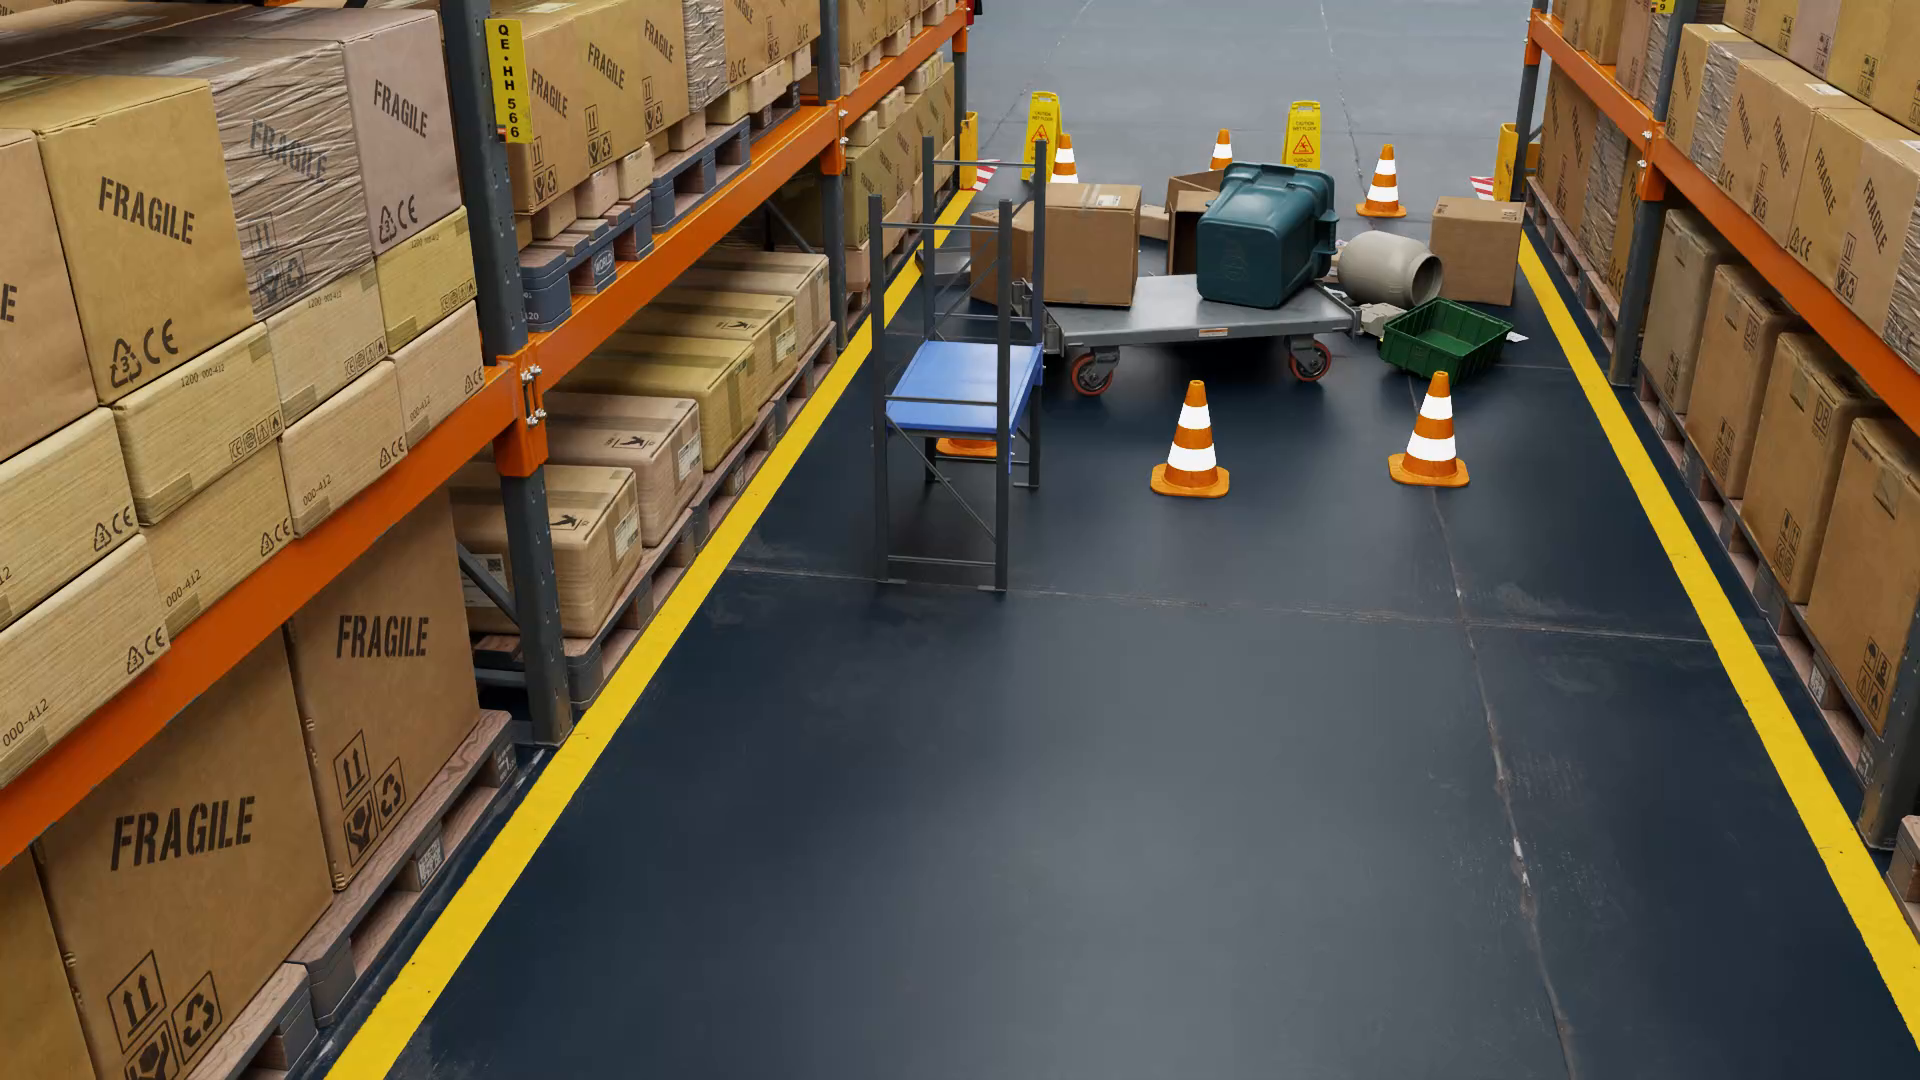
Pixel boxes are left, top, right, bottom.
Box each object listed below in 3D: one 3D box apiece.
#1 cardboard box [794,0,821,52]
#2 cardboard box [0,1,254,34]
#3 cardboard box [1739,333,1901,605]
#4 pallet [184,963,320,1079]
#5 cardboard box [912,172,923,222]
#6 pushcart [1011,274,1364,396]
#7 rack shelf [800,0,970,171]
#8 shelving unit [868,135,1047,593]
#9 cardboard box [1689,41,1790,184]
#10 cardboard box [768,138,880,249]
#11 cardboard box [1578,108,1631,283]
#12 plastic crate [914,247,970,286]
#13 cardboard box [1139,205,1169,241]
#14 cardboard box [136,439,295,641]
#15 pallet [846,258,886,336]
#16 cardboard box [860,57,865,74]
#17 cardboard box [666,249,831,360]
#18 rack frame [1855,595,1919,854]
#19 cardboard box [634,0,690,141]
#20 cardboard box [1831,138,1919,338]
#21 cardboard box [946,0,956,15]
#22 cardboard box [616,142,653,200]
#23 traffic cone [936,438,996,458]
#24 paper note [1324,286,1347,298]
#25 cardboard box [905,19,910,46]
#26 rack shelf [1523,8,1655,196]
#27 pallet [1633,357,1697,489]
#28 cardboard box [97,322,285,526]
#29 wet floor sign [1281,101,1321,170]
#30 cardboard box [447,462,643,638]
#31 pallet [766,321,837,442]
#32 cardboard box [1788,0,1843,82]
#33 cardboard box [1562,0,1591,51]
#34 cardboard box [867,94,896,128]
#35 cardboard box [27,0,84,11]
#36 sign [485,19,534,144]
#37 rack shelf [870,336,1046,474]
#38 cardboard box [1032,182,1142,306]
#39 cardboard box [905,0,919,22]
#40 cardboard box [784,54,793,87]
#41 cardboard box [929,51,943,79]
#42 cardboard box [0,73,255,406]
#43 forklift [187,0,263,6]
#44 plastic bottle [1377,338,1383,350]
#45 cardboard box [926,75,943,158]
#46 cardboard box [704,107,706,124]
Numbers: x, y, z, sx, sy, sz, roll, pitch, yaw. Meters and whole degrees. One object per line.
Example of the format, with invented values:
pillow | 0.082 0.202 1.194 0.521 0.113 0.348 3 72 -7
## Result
cardboard box | -0.958 -2.581 7.763 0.500 0.500 0.500 4 25 8
cardboard box | -2.084 -1.056 4.171 0.500 0.500 0.500 3 25 7
cardboard box | 3.466 -0.232 5.867 1.050 0.750 0.750 4 25 9
pallet | -2.167 1.349 3.620 1.003 0.211 1.213 4 25 9
cardboard box | -0.494 -2.246 10.758 0.500 0.250 0.500 3 25 7
pushcart | 1.149 -1.096 8.646 1.648 0.377 0.936 -5 25 -10
rack shelf | -0.782 -2.931 10.322 1.077 0.370 4.000 4 25 9
shelving unit | 0.014 -0.715 6.508 0.538 1.500 1.048 4 25 9
cardboard box | 3.358 -1.752 6.838 0.500 0.500 0.500 4 25 9
cardboard box | -0.746 -1.933 9.205 0.500 0.500 0.500 5 26 11
cardboard box | 4.107 -1.983 9.459 0.875 0.875 0.875 4 25 9
plastic crate | -0.043 -1.698 10.283 0.402 0.080 0.583 -5 25 -10
cardboard box | 1.324 -2.114 11.092 0.380 0.149 0.250 19 31 35
cardboard box | -1.755 -0.026 3.444 0.500 0.250 0.500 4 25 8
pallet | -1.034 -1.441 9.579 1.003 0.211 1.213 4 25 9
cardboard box | -0.737 -2.639 9.145 0.380 0.149 0.250 4 25 8
cardboard box | -1.192 -1.201 8.382 0.950 0.372 0.625 4 25 9
rack frame | 3.138 -0.447 4.166 1.000 3.000 0.127 4 25 9
cardboard box | -1.302 -1.731 5.945 0.500 0.500 0.500 4 25 9
cardboard box | 3.029 -0.908 5.033 0.500 0.500 0.500 4 25 9
cardboard box | -0.237 -3.695 11.401 0.380 0.149 0.250 4 25 8
cardboard box | -1.291 -1.288 5.764 0.380 0.149 0.250 4 25 9
traffic cone | 0.070 -0.656 7.605 0.336 0.463 0.334 4 25 9
paper note | 2.208 -1.466 9.856 0.172 0.023 0.155 13 28 26
cardboard box | -0.509 -3.058 10.041 0.380 0.149 0.250 4 25 8
rack shelf | 4.118 -2.630 9.680 1.077 0.370 4.000 4 25 9
pallet | 3.740 -0.529 7.631 1.003 0.211 1.213 4 25 9
cardboard box | -1.734 -0.256 3.345 0.500 0.250 0.500 3 25 7
wet floor sign | 2.497 -2.876 12.132 0.267 0.644 0.232 0 25 -1
cardboard box | -1.660 0.017 5.780 0.950 0.372 0.625 2 25 5
pallet | -1.234 -0.832 8.278 1.003 0.211 1.213 4 25 9
cardboard box | 3.551 -1.983 6.151 0.700 0.500 0.500 4 25 9
cardboard box | 4.146 -3.245 9.968 0.875 0.550 0.550 4 25 9
cardboard box | -0.584 -2.490 9.629 0.380 0.149 0.250 5 26 11
cardboard box | -5.607 -3.195 9.918 0.500 0.500 0.500 4 25 9
sign | -1.214 -1.235 4.484 0.100 0.325 0.005 4 25 9
rack shelf | 0.014 -0.552 6.585 0.538 0.185 1.000 4 25 9
cardboard box | 0.653 -1.520 8.515 0.500 0.500 0.500 4 25 9
cardboard box | -0.545 -3.398 10.003 0.500 0.500 0.500 4 25 9
cardboard box | -0.981 -2.153 7.613 0.380 0.149 0.250 3 25 7
cardboard box | -0.322 -3.160 11.062 0.380 0.149 0.250 5 26 10
cardboard box | -1.752 -0.589 3.172 0.500 0.500 0.500 4 25 9
forklift | -2.751 -2.120 7.822 1.130 2.935 3.031 4 25 9
plastic bottle | 2.348 -1.009 8.833 0.133 0.061 0.283 -9 27 -19
cardboard box | -0.410 -2.806 11.070 0.500 0.500 0.500 5 26 10
cardboard box | -1.246 -1.734 6.717 0.380 0.149 0.250 3 25 7
